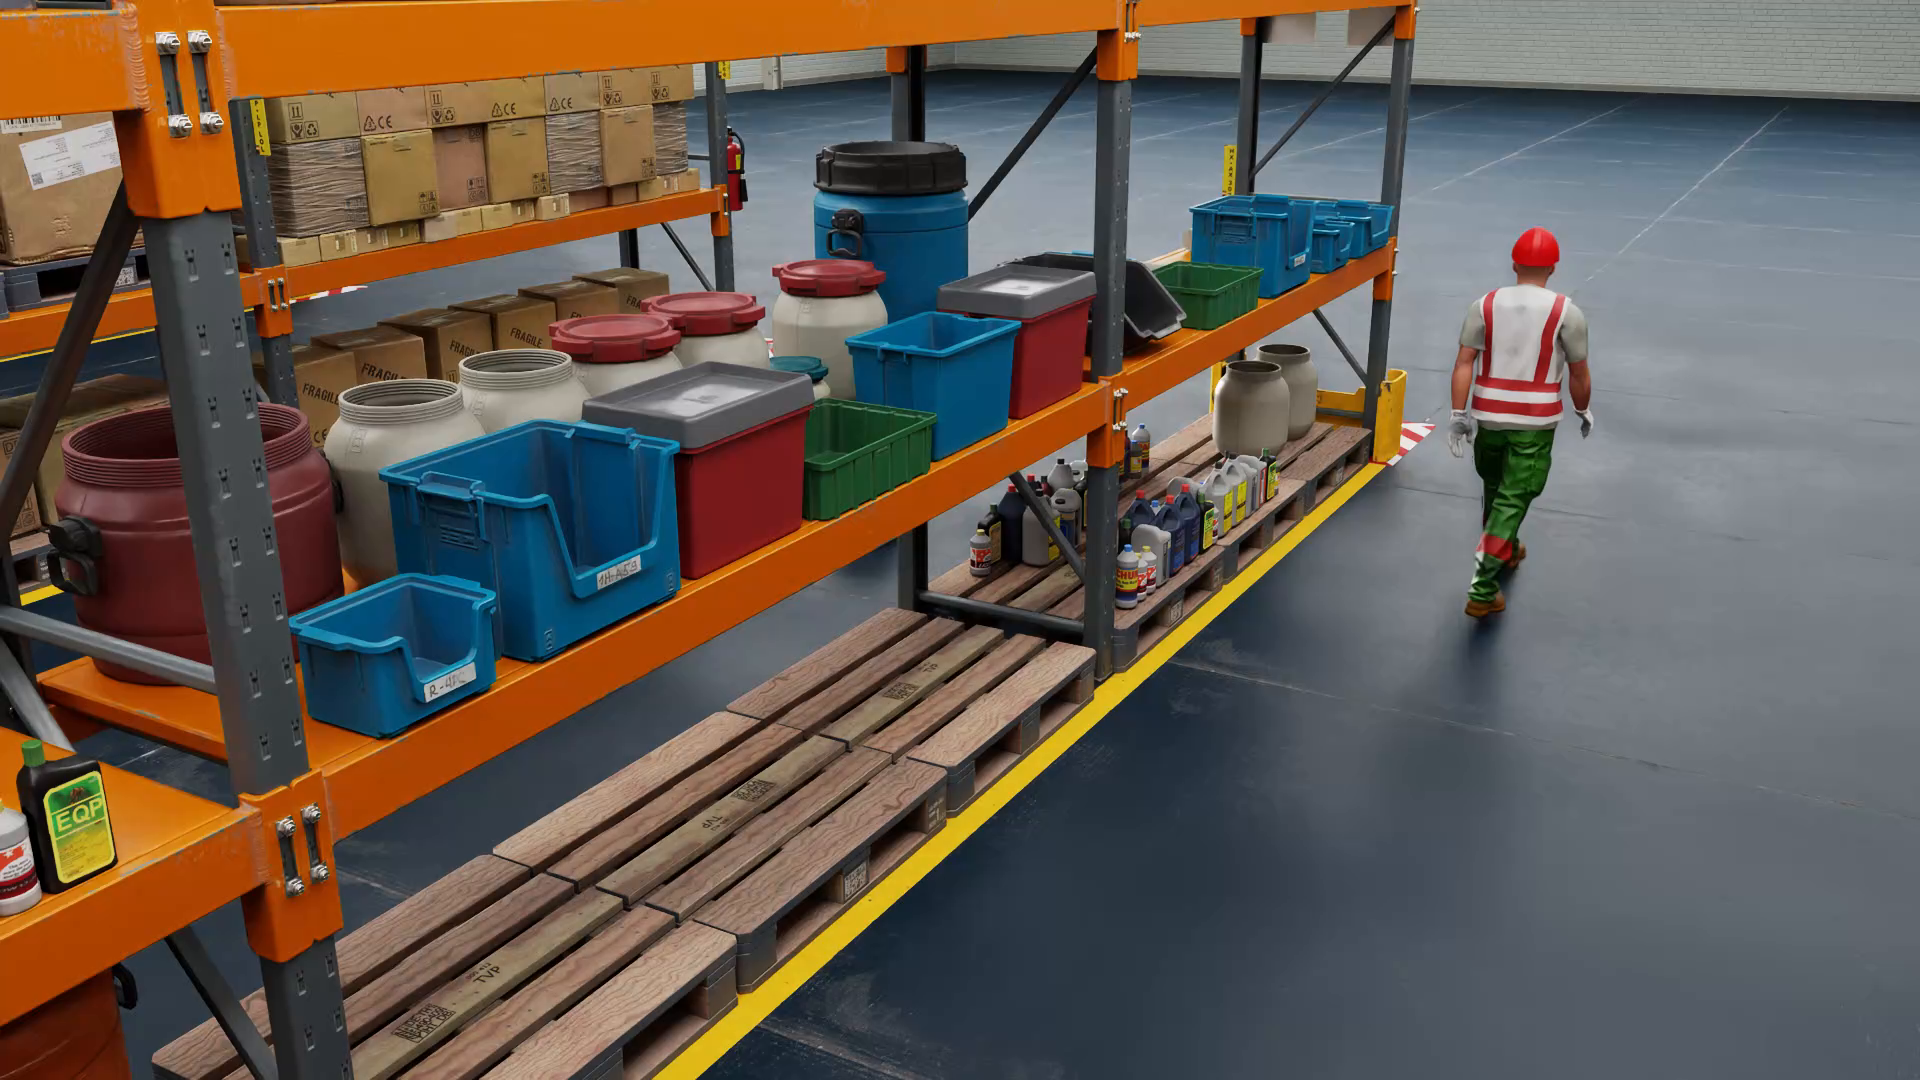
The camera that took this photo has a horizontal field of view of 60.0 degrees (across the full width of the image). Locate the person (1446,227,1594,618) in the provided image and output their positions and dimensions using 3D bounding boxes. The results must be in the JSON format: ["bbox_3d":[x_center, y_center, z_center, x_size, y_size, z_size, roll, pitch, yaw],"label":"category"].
[{"bbox_3d":[2.606,-0.585,7.693,0.559,1.724,1.069,13,23,33],"label":"person"}]
